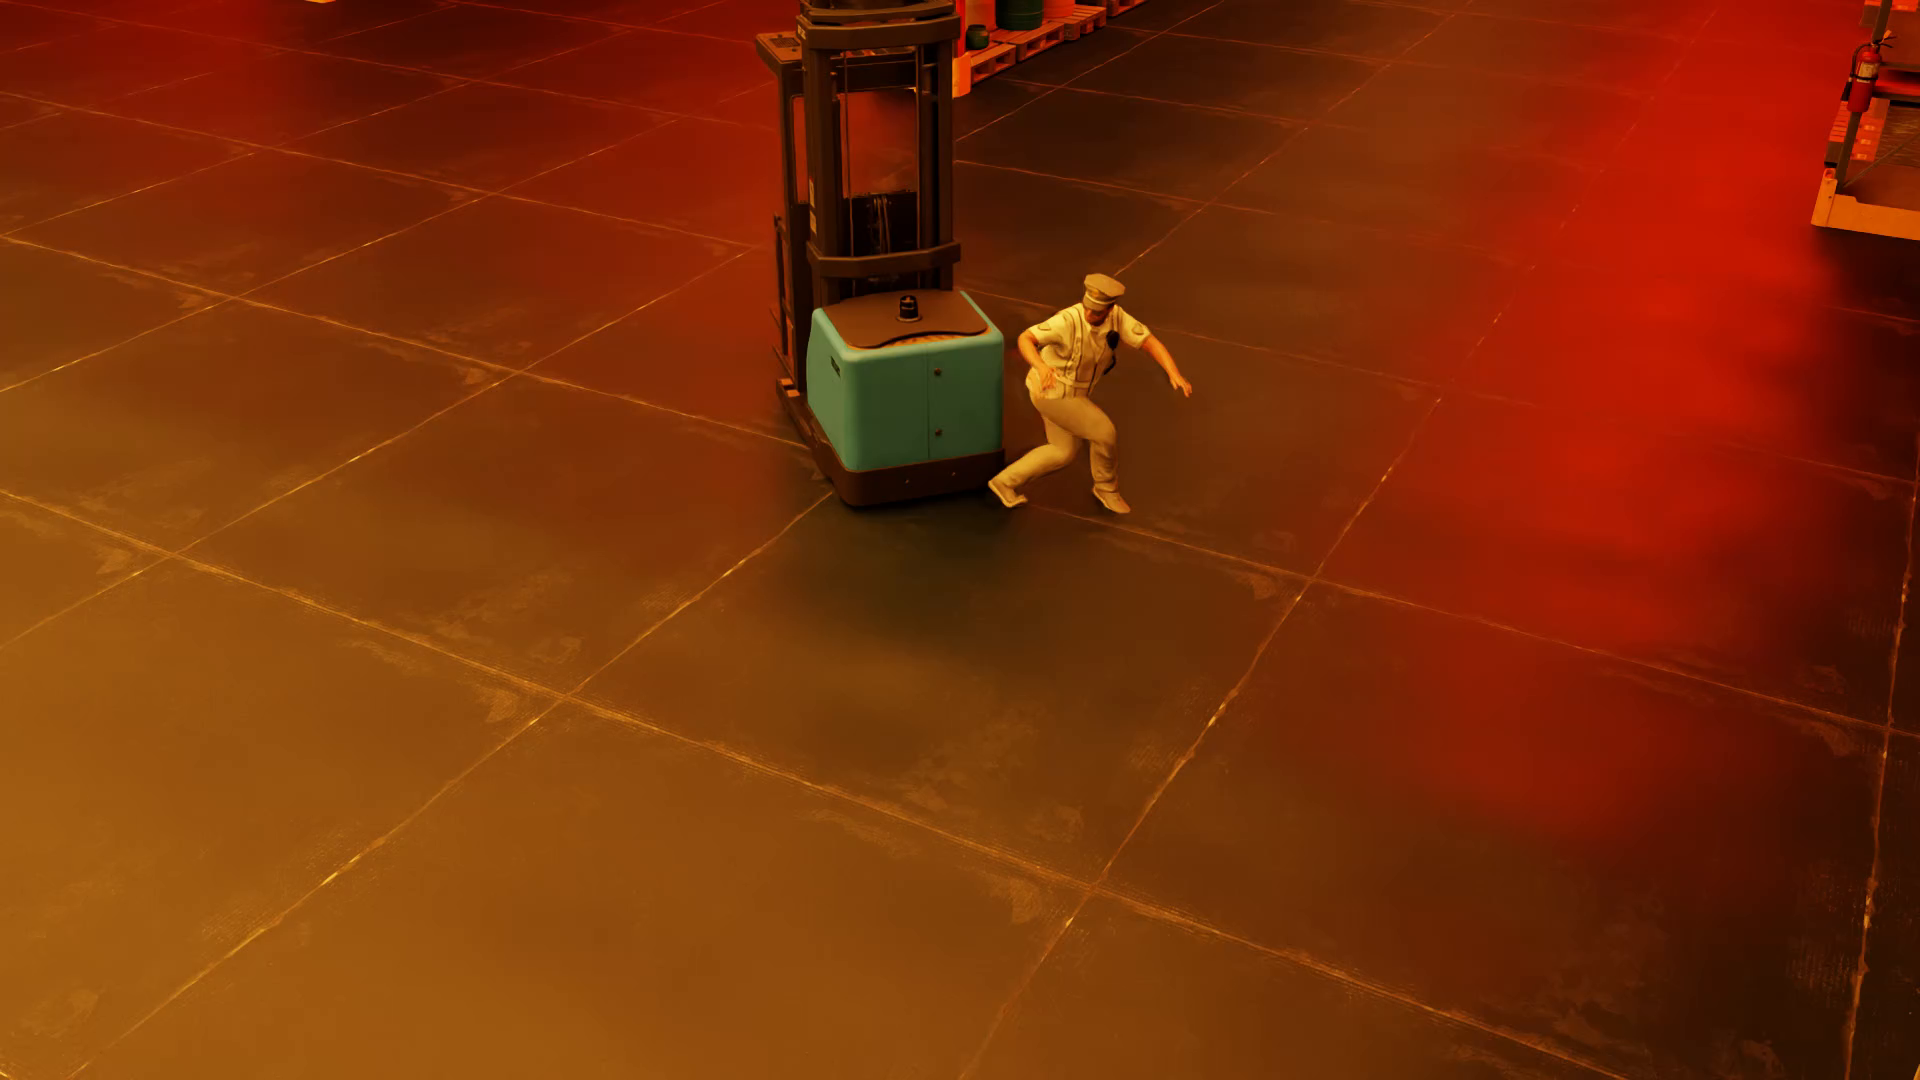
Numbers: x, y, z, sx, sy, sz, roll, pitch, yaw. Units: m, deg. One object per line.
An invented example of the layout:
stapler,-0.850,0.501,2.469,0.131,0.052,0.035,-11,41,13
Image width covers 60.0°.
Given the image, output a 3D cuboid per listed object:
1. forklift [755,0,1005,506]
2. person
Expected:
forklift,-0.658,-2.200,10.883,1.130,2.935,3.031,-9,31,-16
person,0.763,-0.795,9.918,1.142,1.552,0.916,14,33,23
